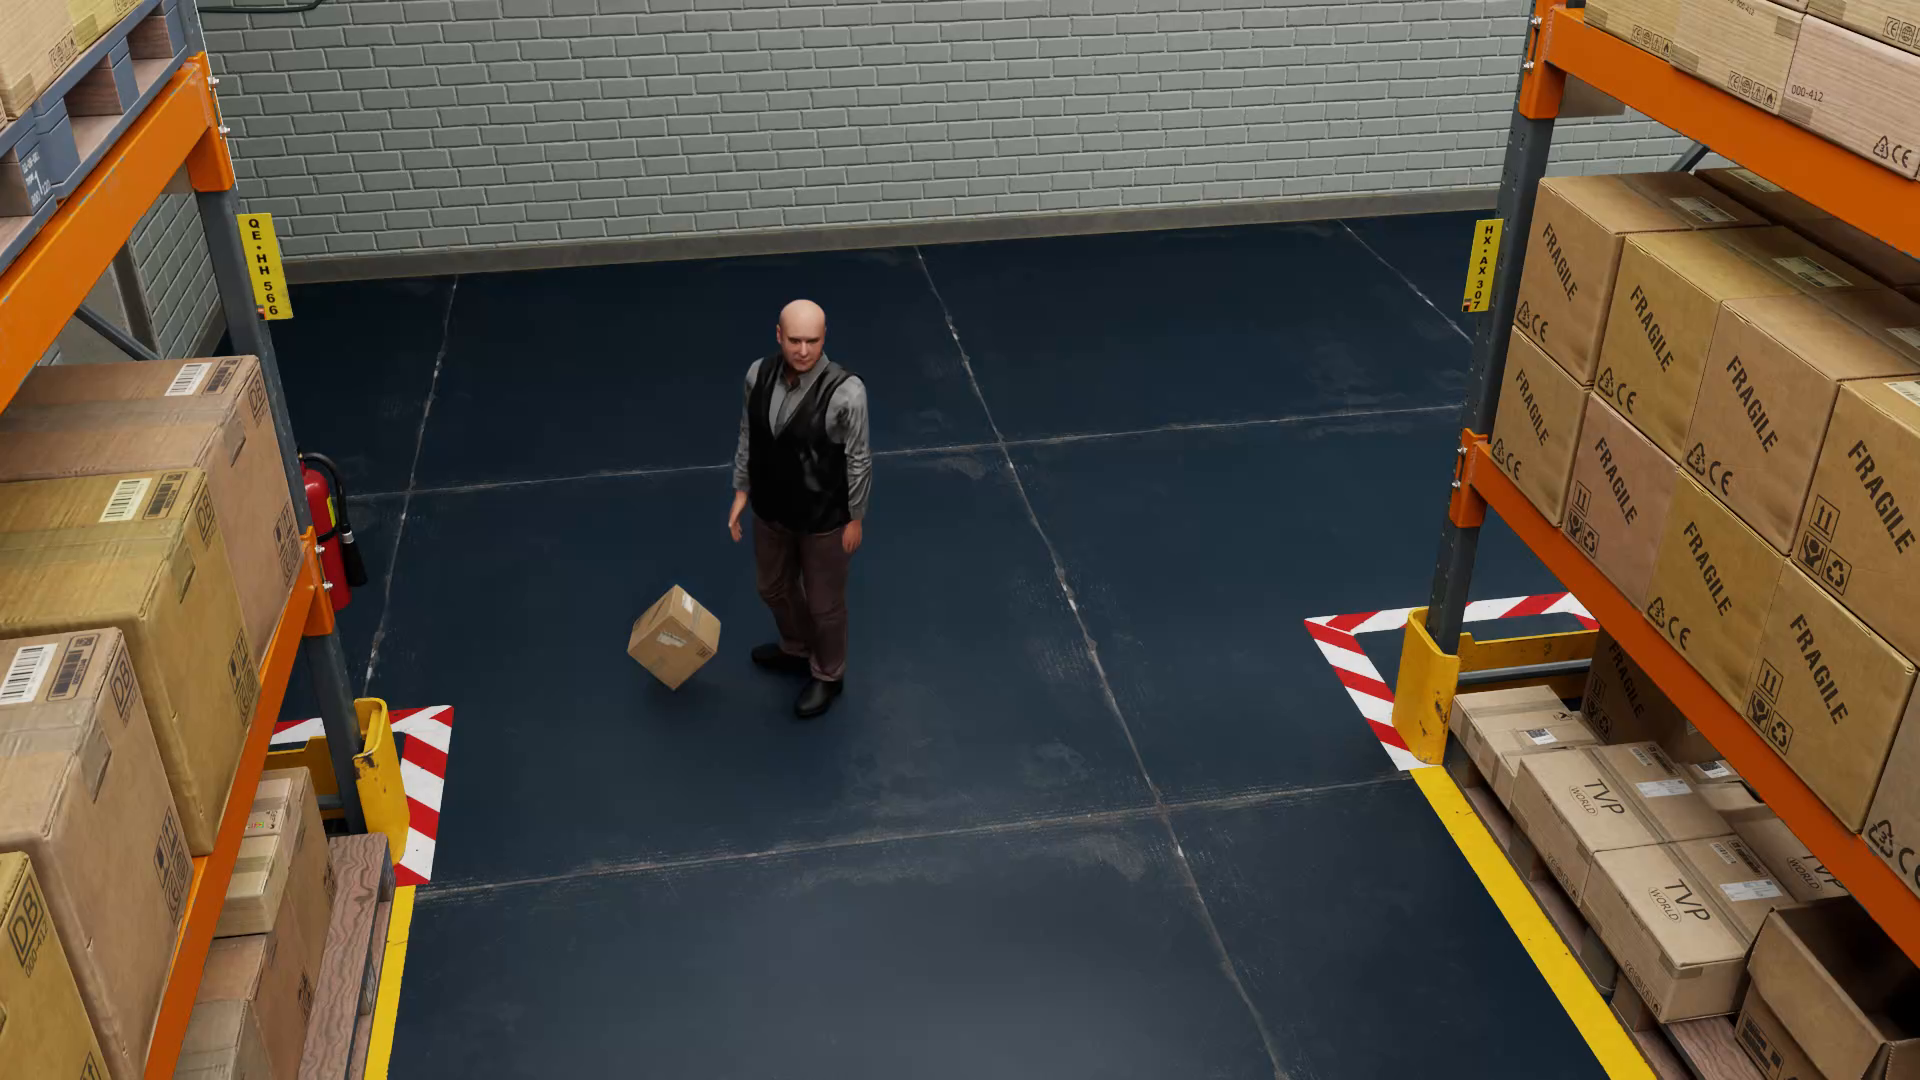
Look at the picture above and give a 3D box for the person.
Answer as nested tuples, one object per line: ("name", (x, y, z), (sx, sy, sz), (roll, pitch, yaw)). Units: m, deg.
("person", (-0.633, -0.122, 6.336), (0.675, 1.723, 0.418), (19, 35, 28))
